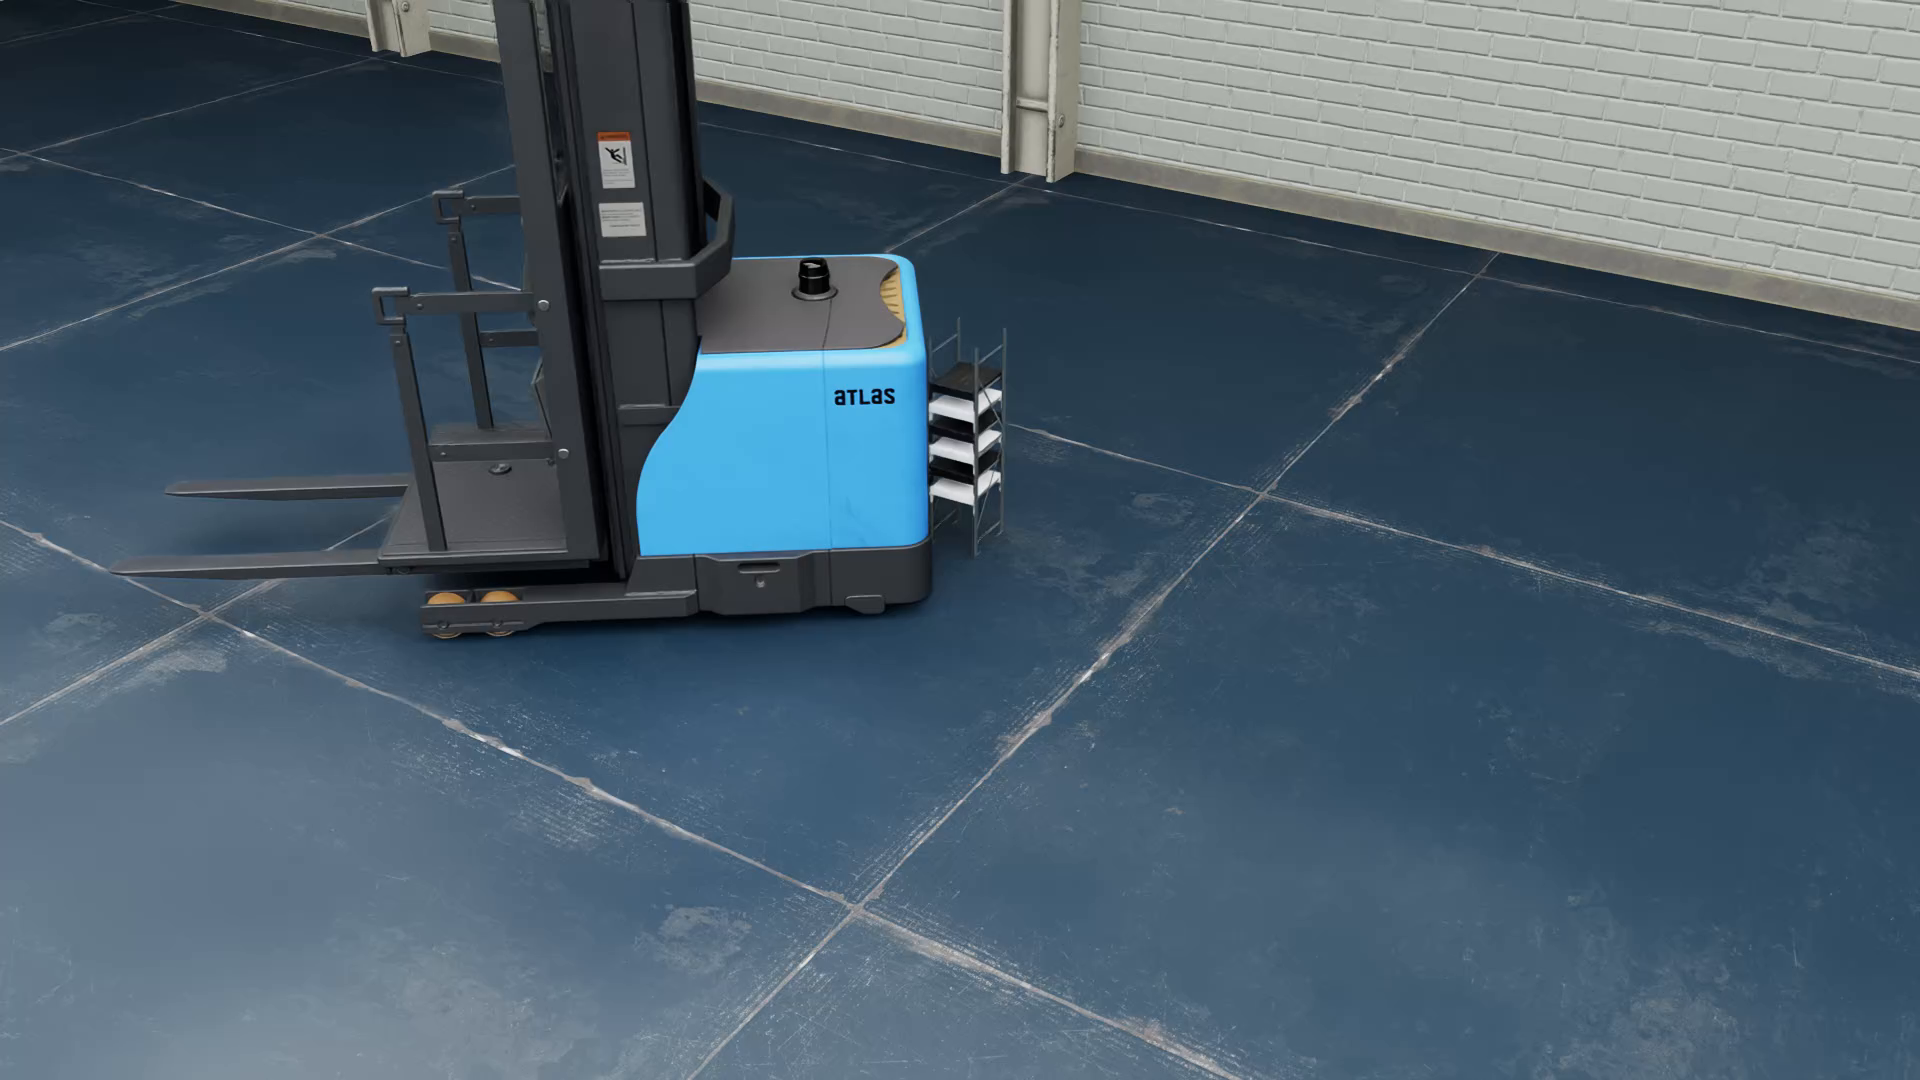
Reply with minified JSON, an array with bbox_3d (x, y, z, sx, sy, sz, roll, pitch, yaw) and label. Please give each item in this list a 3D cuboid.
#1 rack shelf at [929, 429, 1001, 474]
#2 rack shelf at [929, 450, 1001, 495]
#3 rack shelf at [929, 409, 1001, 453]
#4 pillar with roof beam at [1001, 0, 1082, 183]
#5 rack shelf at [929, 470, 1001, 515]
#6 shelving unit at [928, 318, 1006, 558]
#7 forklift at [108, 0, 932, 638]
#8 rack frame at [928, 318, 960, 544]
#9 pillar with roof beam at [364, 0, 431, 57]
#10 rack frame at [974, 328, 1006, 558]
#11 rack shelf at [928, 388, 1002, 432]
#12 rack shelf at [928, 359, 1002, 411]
[{"bbox_3d":[0.028,-0.366,6.551,0.200,0.077,0.258,16,34,25],"label":"rack shelf"},{"bbox_3d":[0.028,-0.289,6.597,0.200,0.077,0.258,16,34,25],"label":"rack shelf"},{"bbox_3d":[0.028,-0.444,6.506,0.200,0.077,0.258,16,34,25],"label":"rack shelf"},{"bbox_3d":[-1.776,-4.464,5.472,0.400,9.000,9.100,18,35,27],"label":"pillar with roof beam"},{"bbox_3d":[0.028,-0.211,6.642,0.200,0.077,0.258,16,34,25],"label":"rack shelf"},{"bbox_3d":[0.028,-0.395,6.534,0.210,0.900,0.258,16,34,25],"label":"shelving unit"},{"bbox_3d":[-1.647,-1.180,5.864,3.031,2.935,1.130,-2,30,-4],"label":"forklift"},{"bbox_3d":[-0.061,-0.420,6.577,0.006,0.900,0.240,16,34,25],"label":"rack frame"},{"bbox_3d":[-6.858,-6.071,8.227,0.400,9.000,9.100,18,35,27],"label":"pillar with roof beam"},{"bbox_3d":[0.116,-0.370,6.491,0.006,0.900,0.240,16,34,25],"label":"rack frame"},{"bbox_3d":[0.028,-0.522,6.460,0.200,0.077,0.258,16,34,25],"label":"rack shelf"},{"bbox_3d":[0.028,-0.600,6.415,0.200,0.077,0.258,16,34,25],"label":"rack shelf"}]
